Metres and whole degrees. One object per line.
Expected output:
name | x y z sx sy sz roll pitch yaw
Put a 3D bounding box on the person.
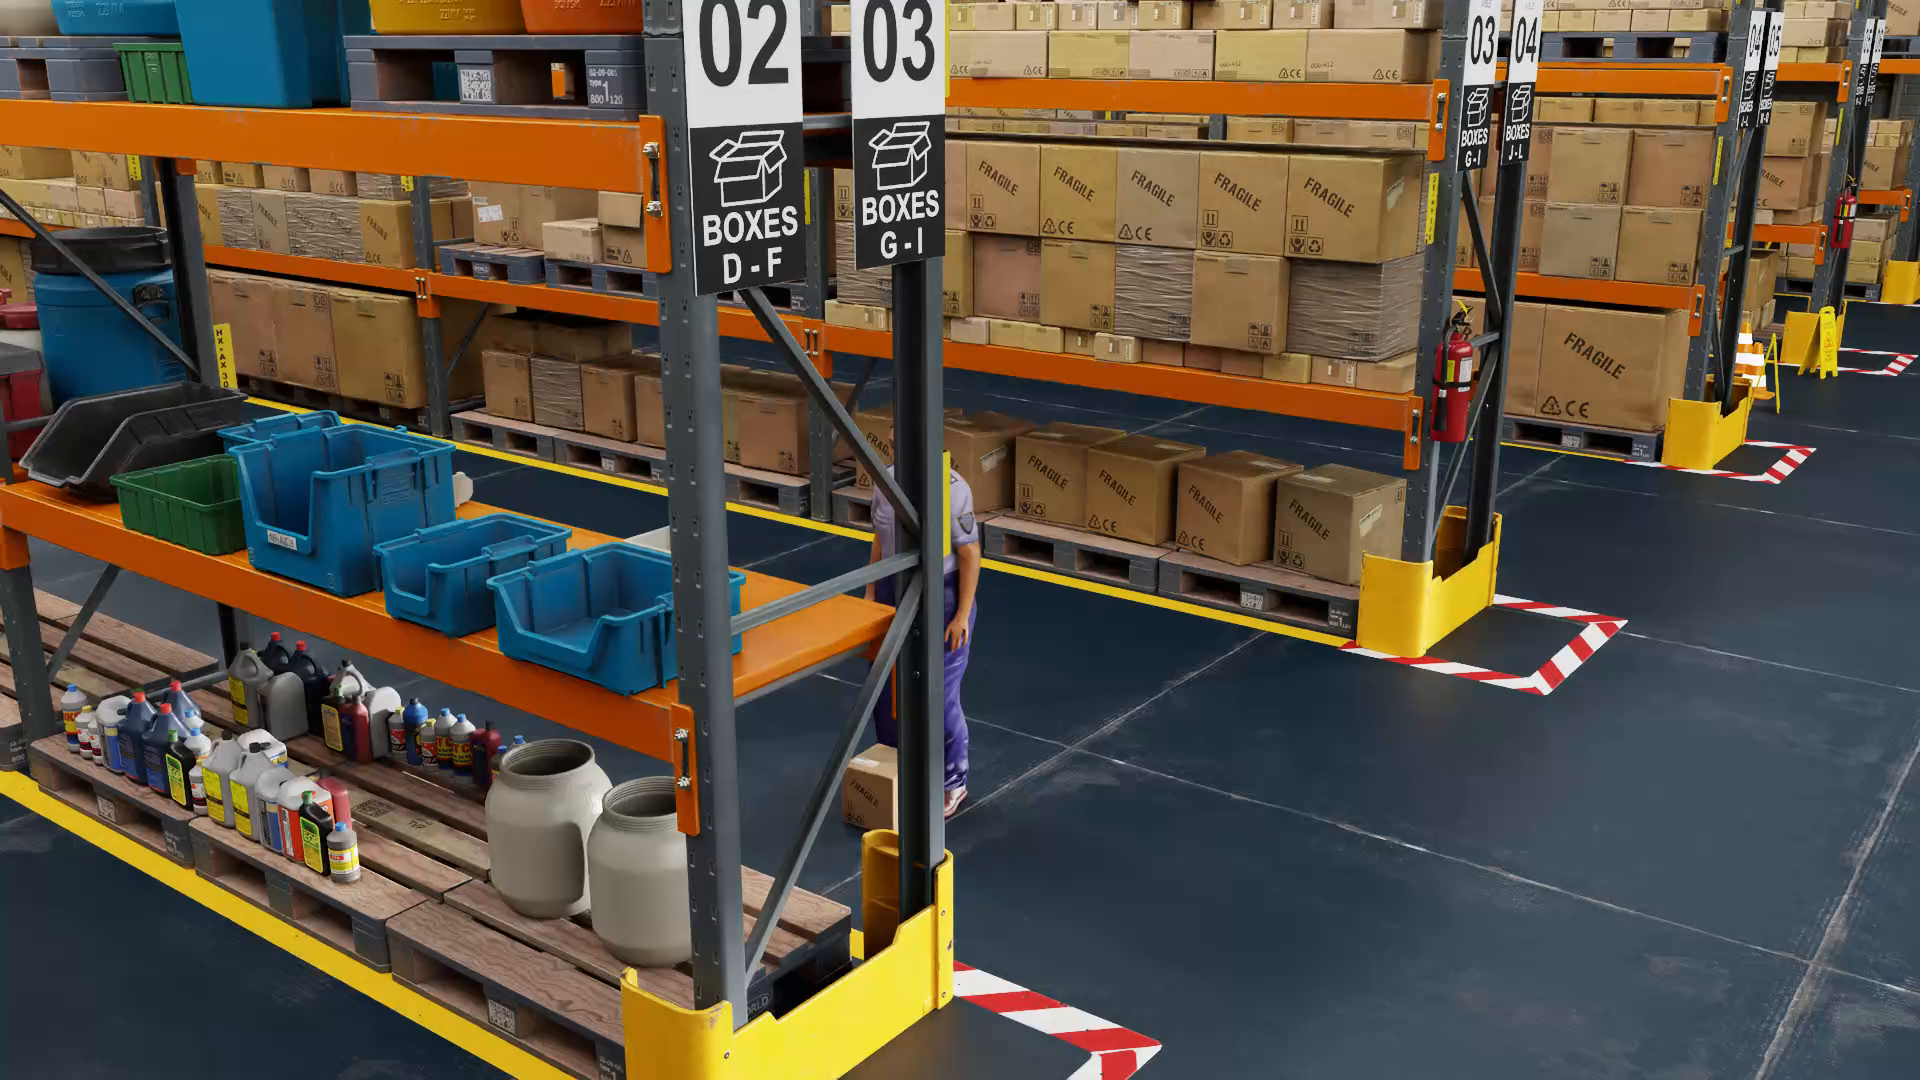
person | -0.163 0.278 6.649 0.538 1.637 0.372 12 21 35
